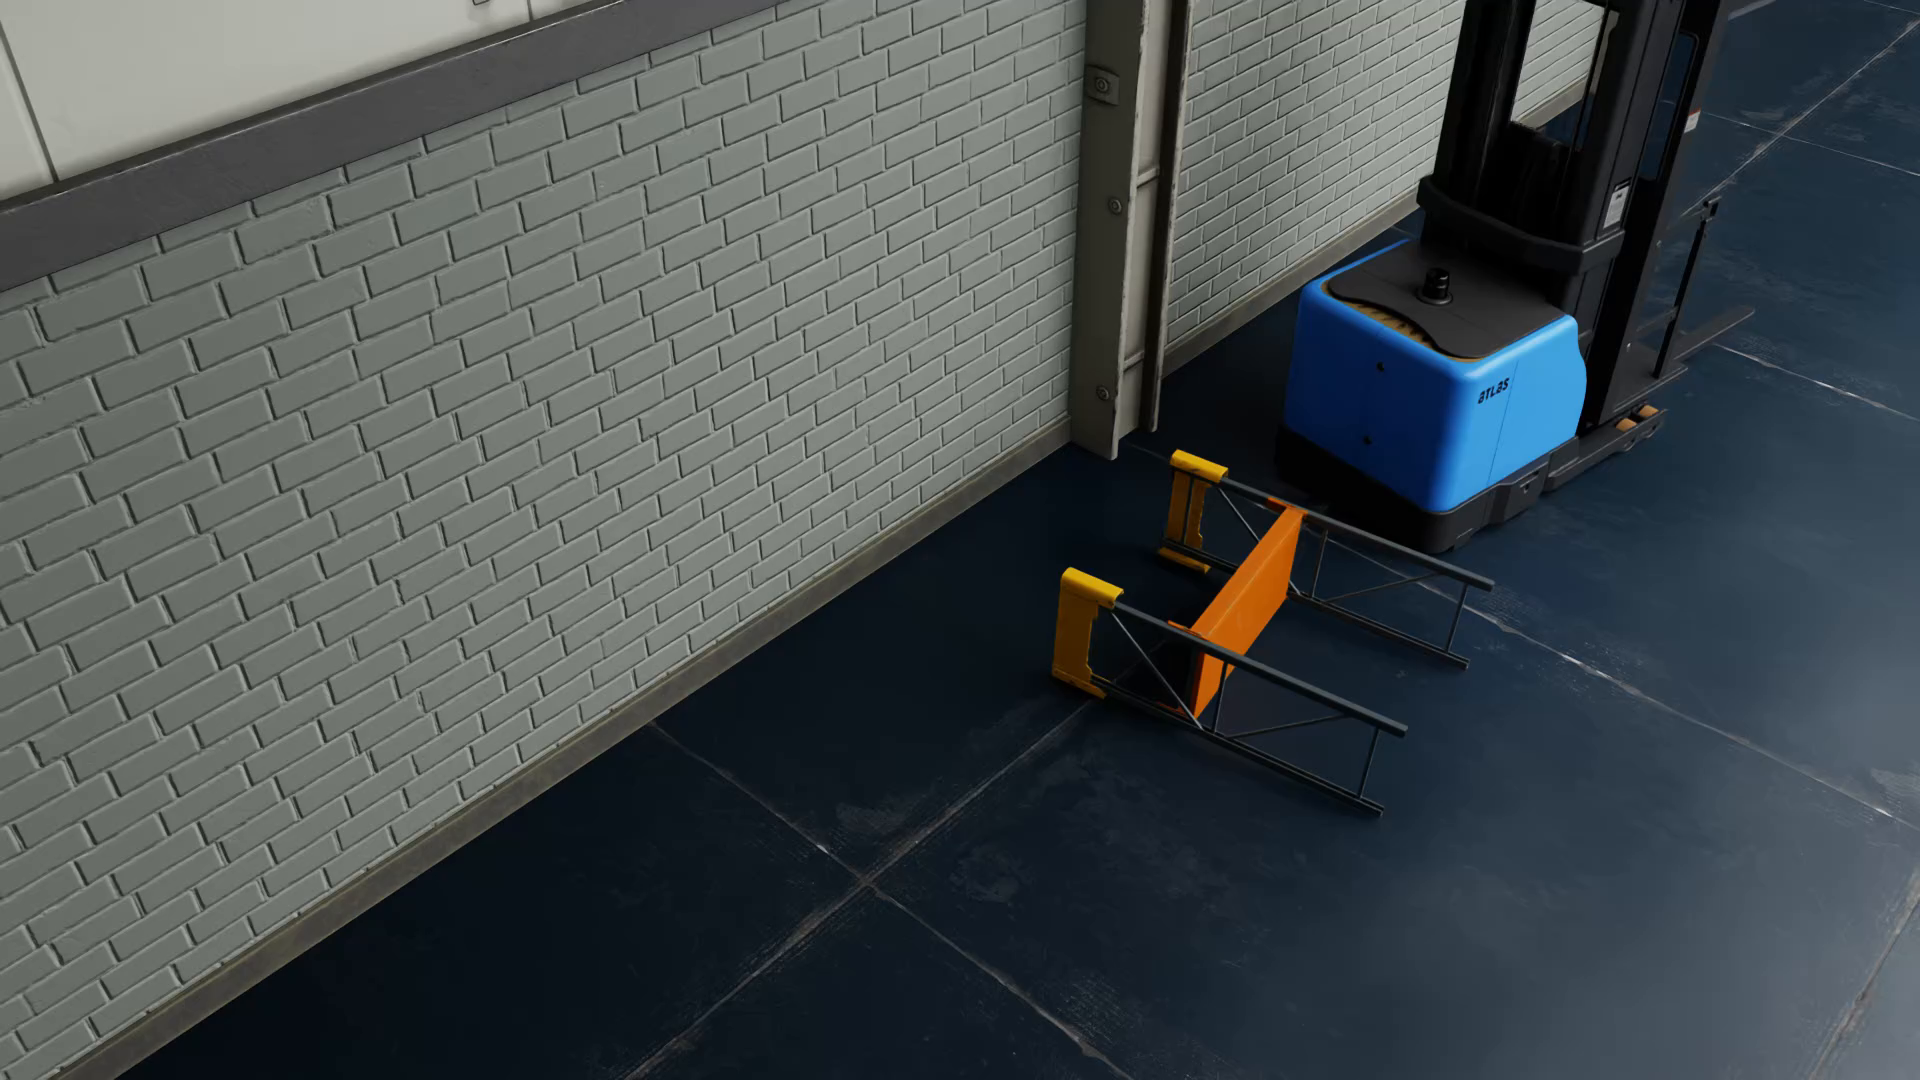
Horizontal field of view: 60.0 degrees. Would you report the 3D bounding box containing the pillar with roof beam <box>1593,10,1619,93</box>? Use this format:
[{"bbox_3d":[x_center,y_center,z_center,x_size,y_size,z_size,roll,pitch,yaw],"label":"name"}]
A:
[{"bbox_3d":[8.022,-5.033,7.133,9.100,9.000,0.400,30,47,32],"label":"pillar with roof beam"}]

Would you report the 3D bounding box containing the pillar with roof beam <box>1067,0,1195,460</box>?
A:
[{"bbox_3d":[3.974,-2.276,3.666,9.100,9.000,0.400,30,47,32],"label":"pillar with roof beam"}]

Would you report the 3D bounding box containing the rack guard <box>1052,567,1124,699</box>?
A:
[{"bbox_3d":[0.533,0.396,7.010,0.250,0.587,0.087,23,44,23],"label":"rack guard"}]

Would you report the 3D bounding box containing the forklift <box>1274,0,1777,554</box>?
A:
[{"bbox_3d":[3.058,-1.840,7.992,3.031,2.935,1.130,-26,45,-29],"label":"forklift"}]

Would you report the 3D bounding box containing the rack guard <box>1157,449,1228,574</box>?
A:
[{"bbox_3d":[1.068,-0.127,7.668,0.250,0.587,0.087,23,44,23],"label":"rack guard"}]

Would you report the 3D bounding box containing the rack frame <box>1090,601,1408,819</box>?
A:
[{"bbox_3d":[1.050,0.634,6.750,1.500,0.500,0.032,23,44,23],"label":"rack frame"}]

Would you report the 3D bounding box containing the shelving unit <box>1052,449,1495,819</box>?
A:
[{"bbox_3d":[1.328,0.362,7.092,1.500,0.587,1.083,23,44,23],"label":"shelving unit"}]

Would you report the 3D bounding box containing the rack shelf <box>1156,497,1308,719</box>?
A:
[{"bbox_3d":[1.171,0.301,7.157,0.185,0.538,1.000,23,44,23],"label":"rack shelf"}]

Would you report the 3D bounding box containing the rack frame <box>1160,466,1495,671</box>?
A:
[{"bbox_3d":[1.595,0.100,7.421,1.500,0.500,0.032,23,44,23],"label":"rack frame"}]
